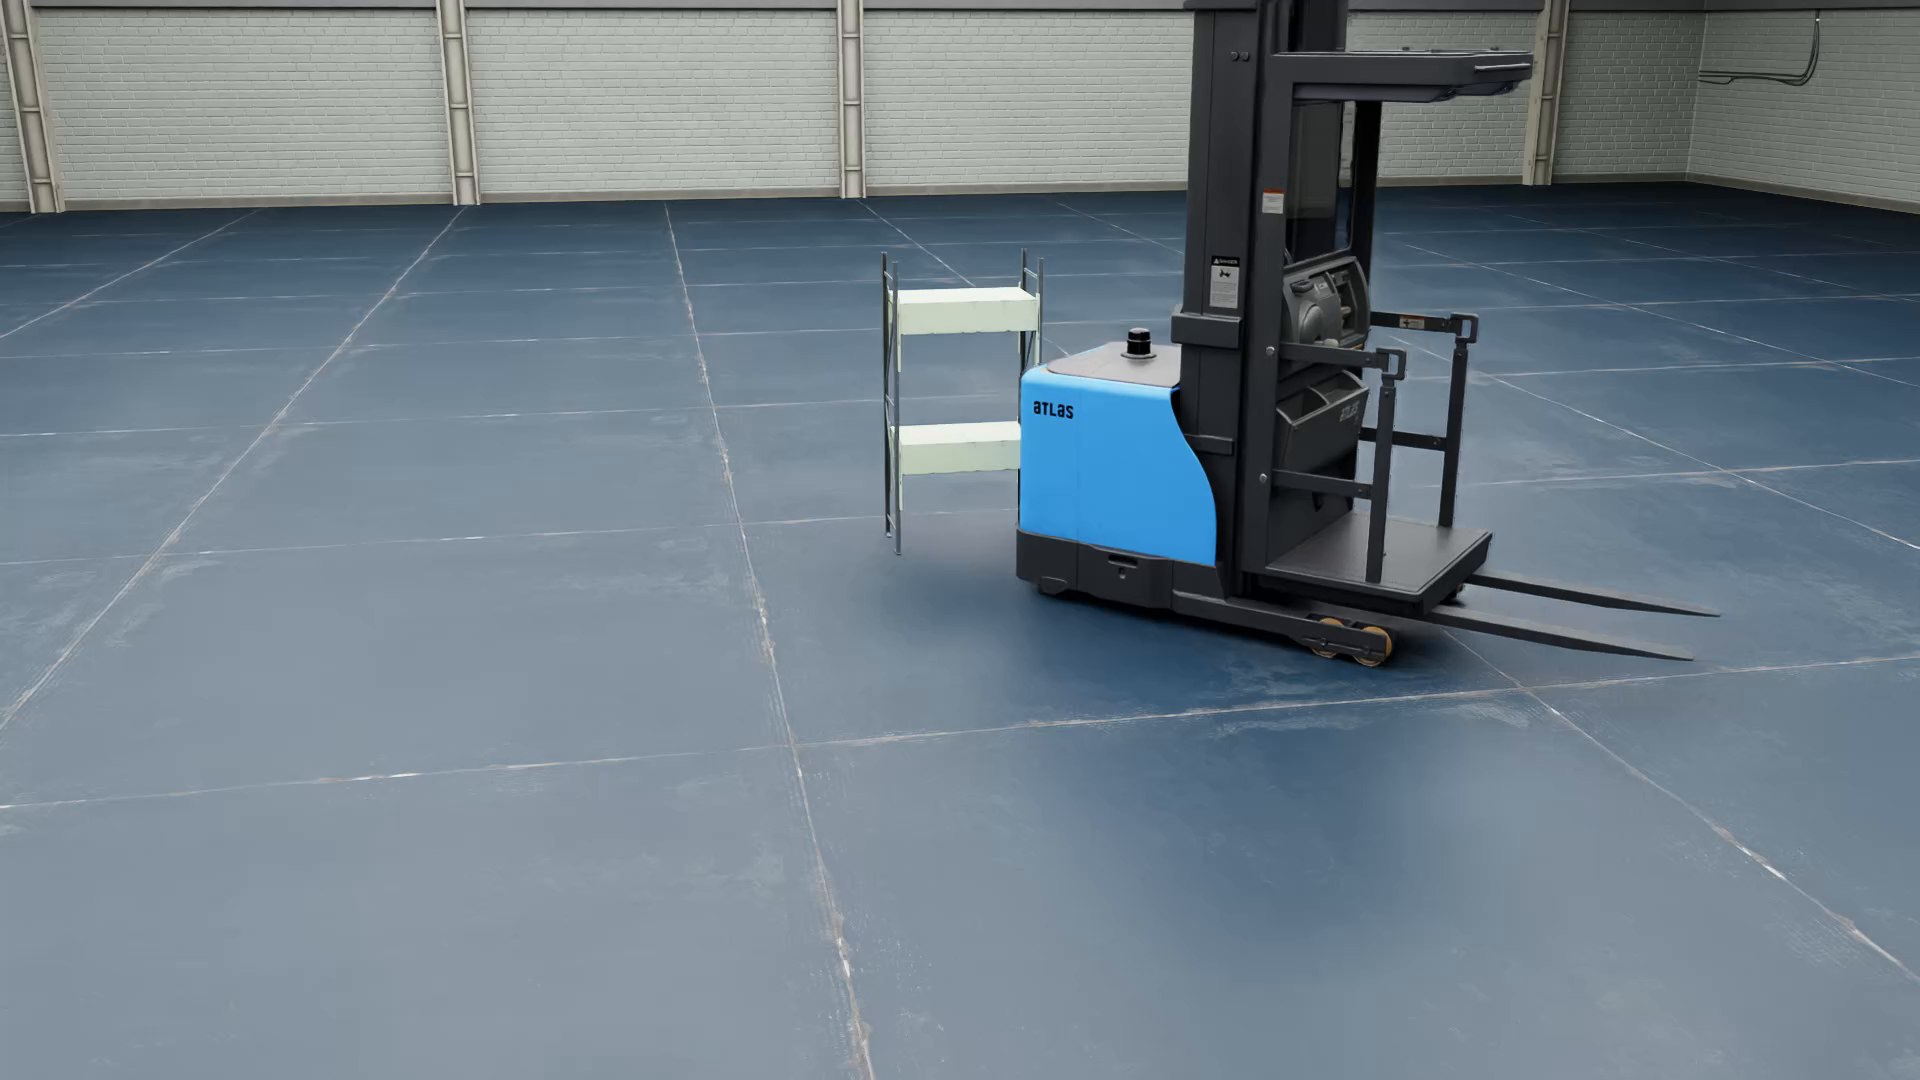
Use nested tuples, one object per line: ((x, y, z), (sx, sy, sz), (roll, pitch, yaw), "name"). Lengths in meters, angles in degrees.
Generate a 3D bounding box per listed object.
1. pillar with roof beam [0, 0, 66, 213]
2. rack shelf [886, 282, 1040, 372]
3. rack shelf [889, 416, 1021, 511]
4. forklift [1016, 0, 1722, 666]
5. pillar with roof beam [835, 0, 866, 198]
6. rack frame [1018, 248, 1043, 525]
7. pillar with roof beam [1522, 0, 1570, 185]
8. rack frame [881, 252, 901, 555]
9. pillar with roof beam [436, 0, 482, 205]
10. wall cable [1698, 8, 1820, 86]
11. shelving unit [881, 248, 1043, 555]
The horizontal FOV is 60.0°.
((-12.696, -7.929, 19.299), (0.400, 9.000, 9.100), (-3, 17, -10), "pillar with roof beam")
((0.007, -1.090, 8.478), (0.720, 0.370, 0.431), (-3, 17, -10), "rack shelf")
((0.007, -0.406, 8.689), (0.720, 0.370, 0.431), (-3, 17, -10), "rack shelf")
((1.785, -1.042, 7.212), (3.031, 2.935, 1.130), (11, 20, 31), "forklift")
((-0.914, -8.597, 21.475), (0.400, 9.000, 9.100), (-3, 17, -10), "pillar with roof beam")
((0.366, -0.738, 8.659), (0.023, 1.500, 0.400), (-3, 17, -10), "rack frame")
((10.868, -9.265, 23.651), (0.400, 9.000, 9.100), (-3, 17, -10), "pillar with roof beam")
((-0.353, -0.697, 8.526), (0.023, 1.500, 0.400), (-3, 17, -10), "rack frame")
((-6.805, -8.263, 20.387), (0.400, 9.000, 9.100), (-3, 17, -10), "pillar with roof beam")
((13.195, -8.805, 27.441), (0.112, 2.526, 3.097), (-3, 17, -10), "wall cable")
((0.007, -0.717, 8.593), (0.755, 1.500, 0.431), (-3, 17, -10), "shelving unit")
